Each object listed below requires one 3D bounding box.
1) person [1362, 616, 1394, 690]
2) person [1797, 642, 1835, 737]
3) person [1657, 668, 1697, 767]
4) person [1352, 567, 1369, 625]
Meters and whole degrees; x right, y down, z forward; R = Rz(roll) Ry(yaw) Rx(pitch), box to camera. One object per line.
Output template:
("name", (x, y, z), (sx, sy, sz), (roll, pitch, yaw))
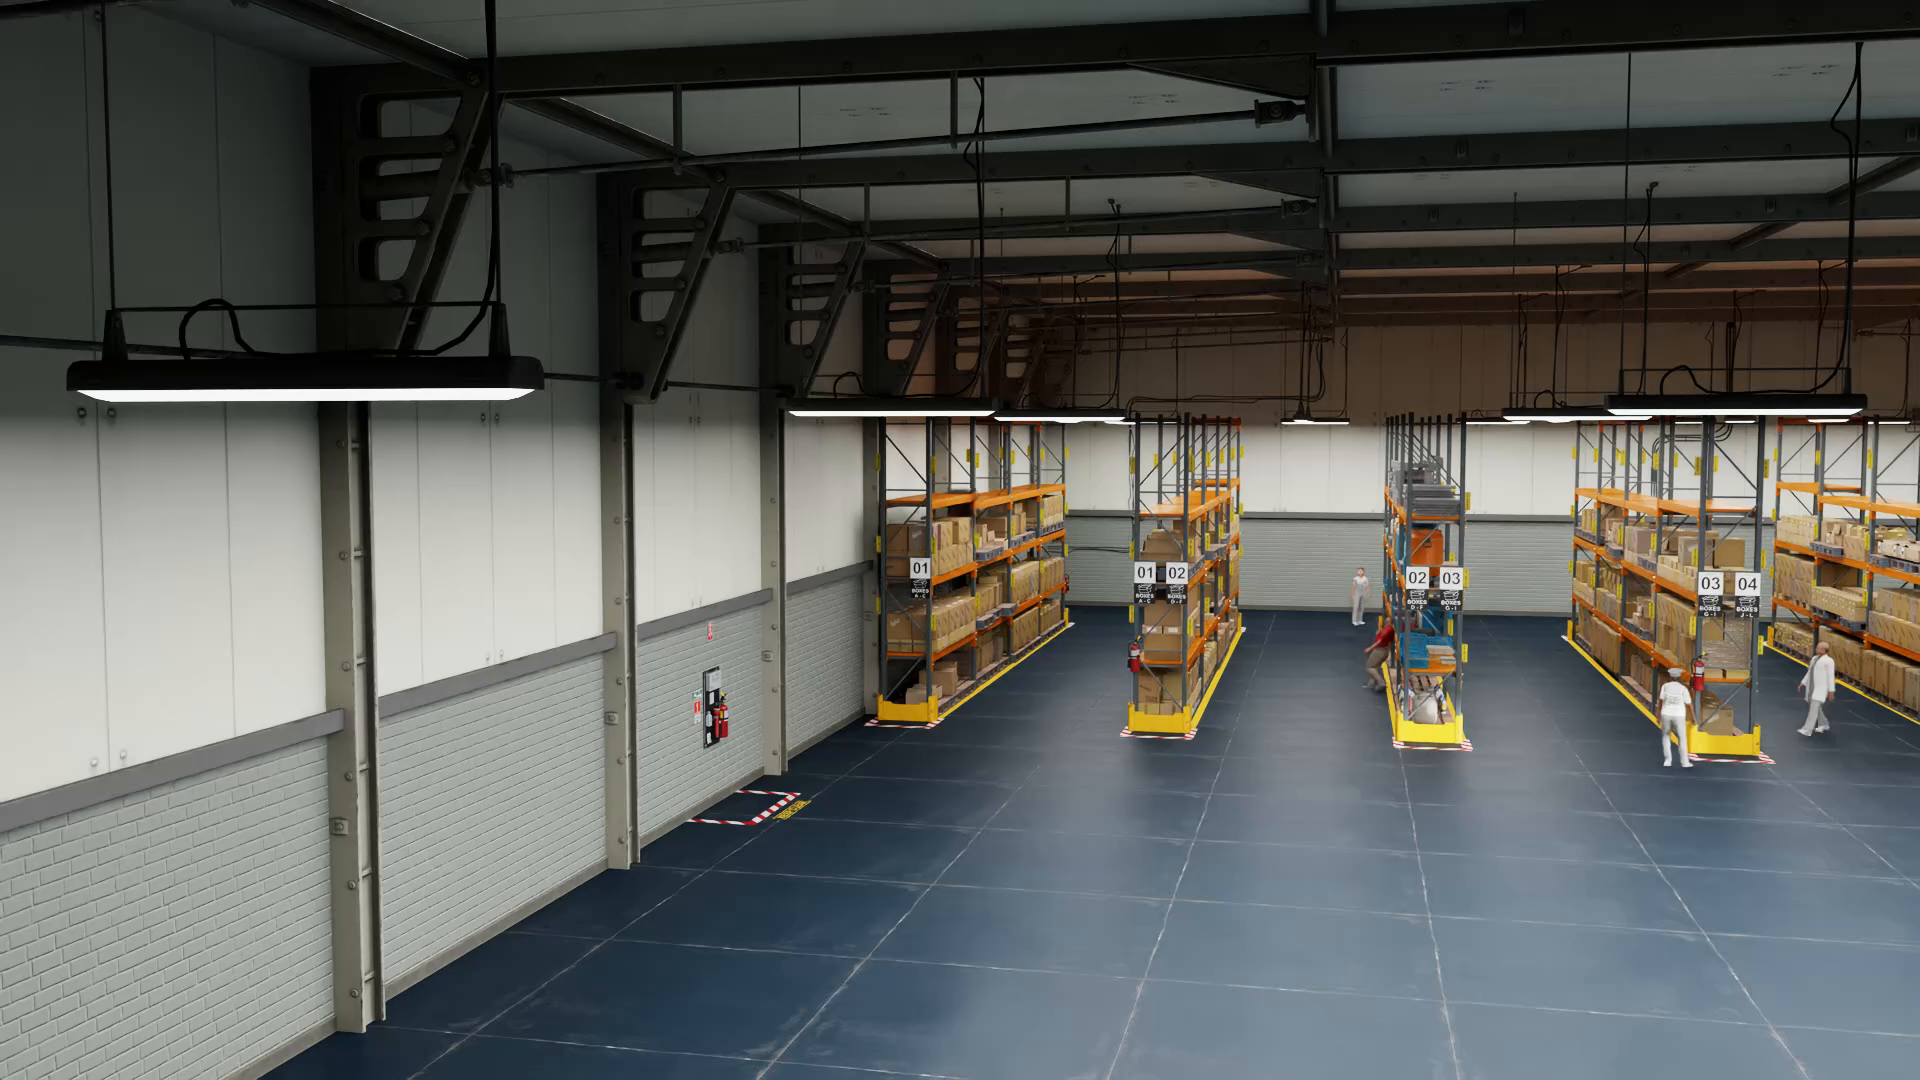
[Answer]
("person", (9.058, 2.465, 36.202), (0.746, 1.649, 0.578), (3, 5, 40))
("person", (15.912, 2.768, 30.935), (1.035, 1.739, 0.658), (-2, 4, -22))
("person", (12.053, 2.992, 27.957), (0.588, 1.683, 0.501), (3, 5, 41))
("person", (11.638, 1.635, 48.280), (0.526, 1.678, 0.529), (0, 4, -7))
